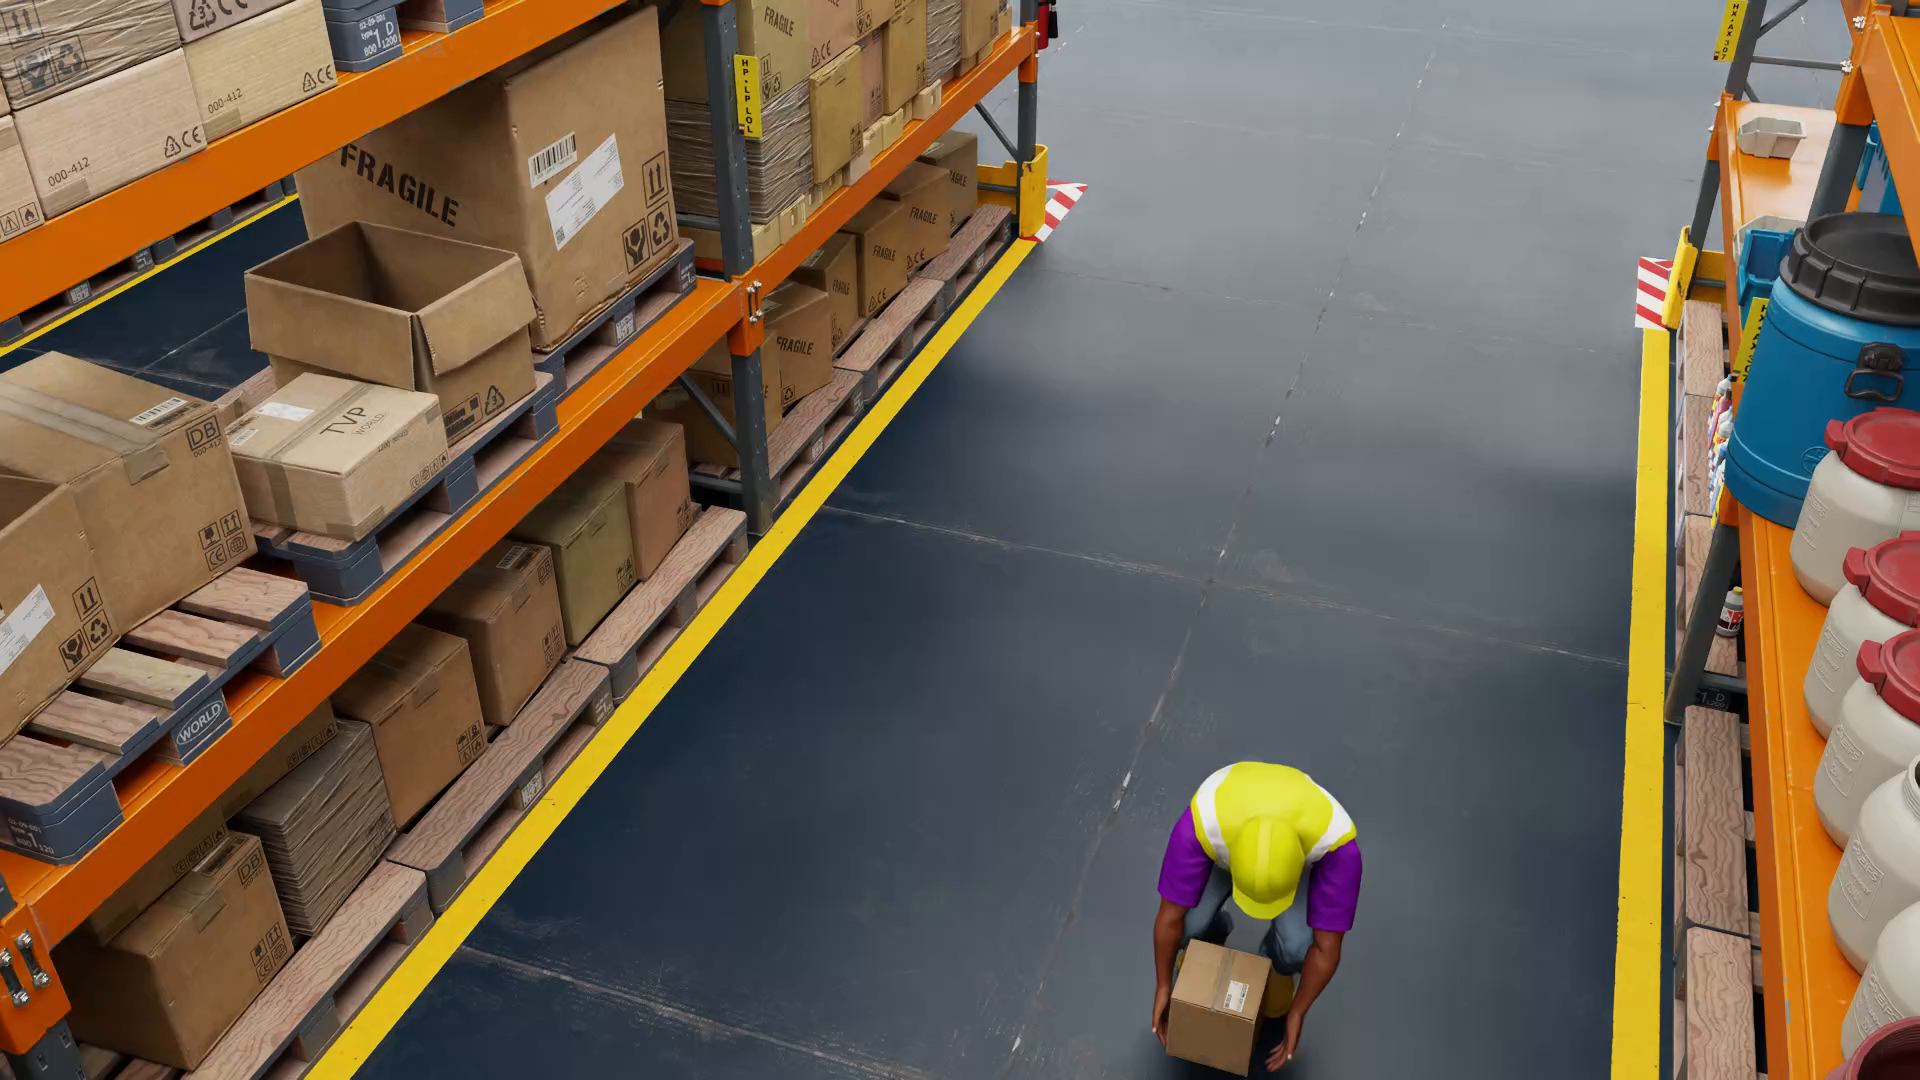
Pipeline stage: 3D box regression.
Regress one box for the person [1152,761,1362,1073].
[{"bbox_3d":[0.938,1.069,5.159,0.583,1.027,0.895,11,35,16],"label":"person"}]
